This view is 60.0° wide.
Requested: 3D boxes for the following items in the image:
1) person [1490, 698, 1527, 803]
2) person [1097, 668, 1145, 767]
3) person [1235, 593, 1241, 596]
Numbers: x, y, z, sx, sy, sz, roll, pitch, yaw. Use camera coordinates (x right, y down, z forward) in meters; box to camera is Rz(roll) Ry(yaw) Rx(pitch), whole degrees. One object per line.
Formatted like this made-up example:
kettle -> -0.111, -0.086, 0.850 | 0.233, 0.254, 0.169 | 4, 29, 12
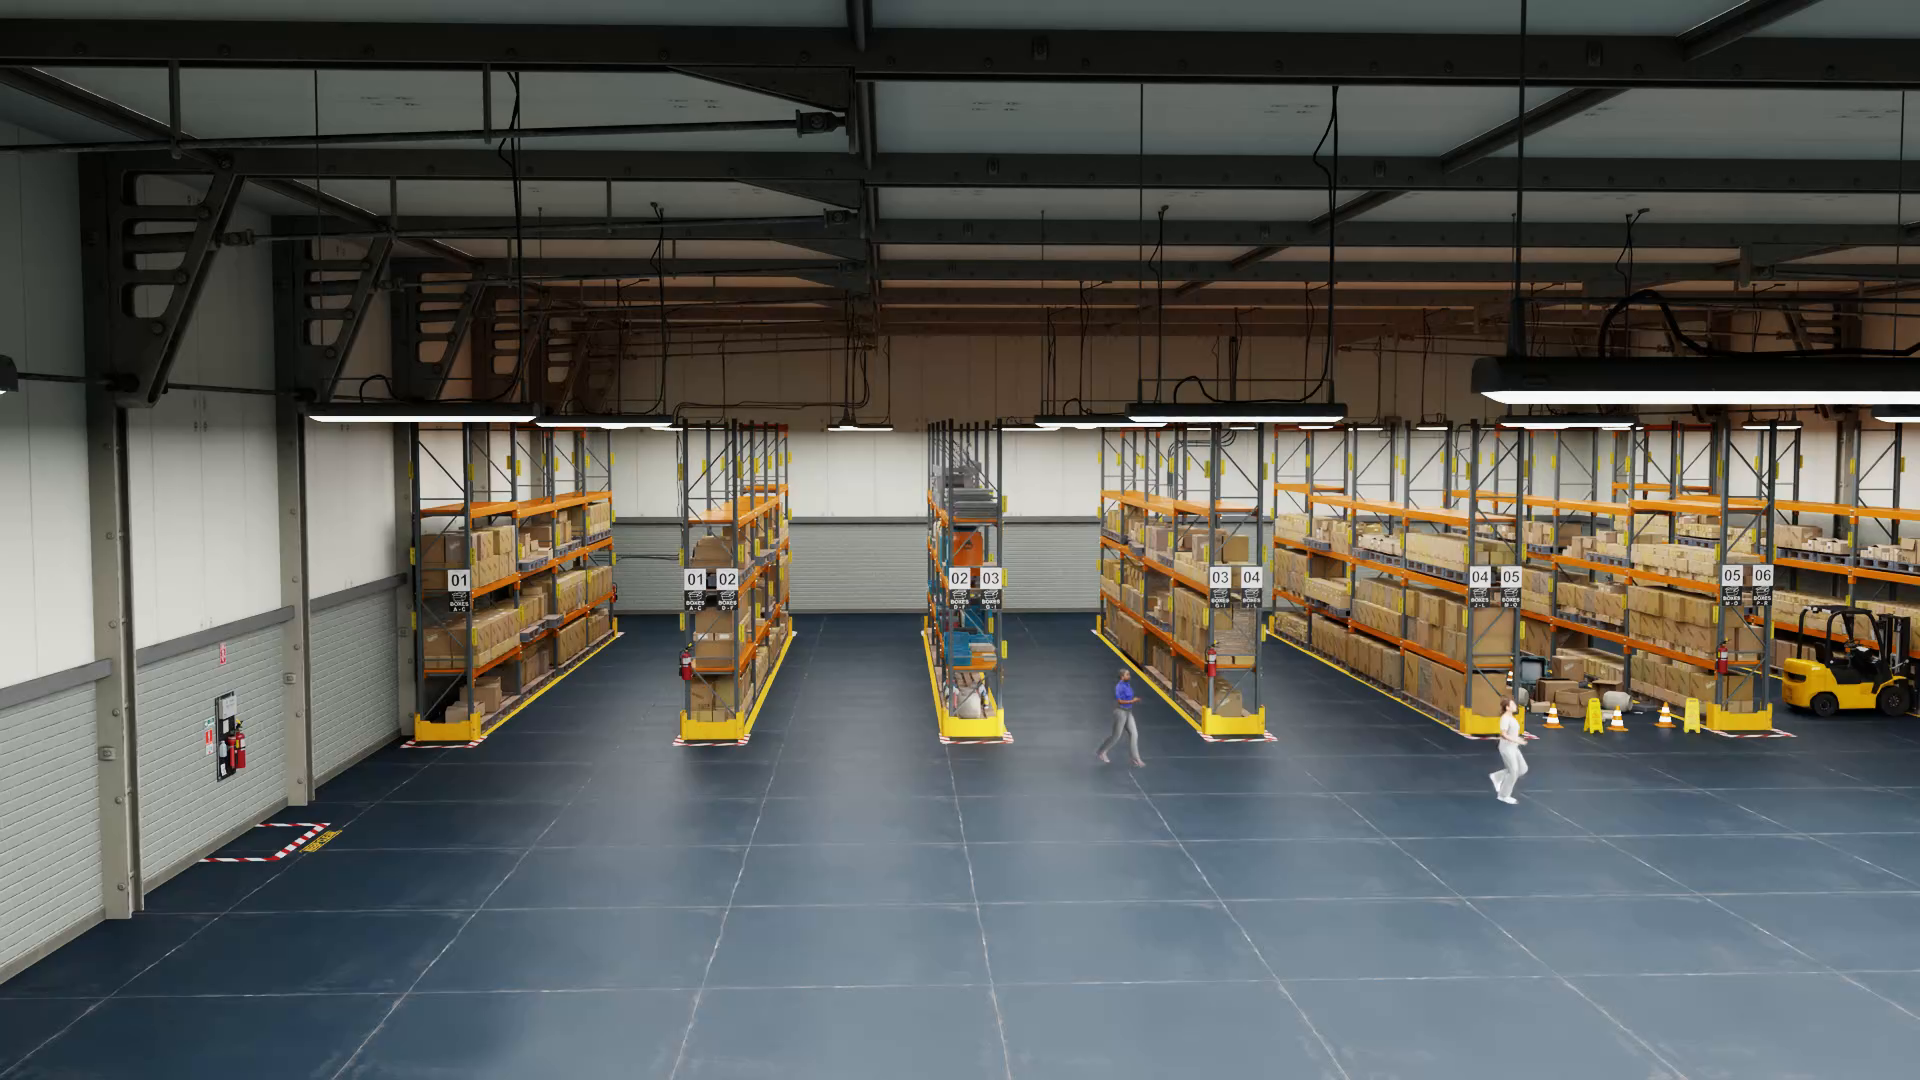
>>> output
person -> 8.524, 3.255, 25.820 | 0.578, 1.636, 0.601 | 2, 4, 31
person -> 2.778, 3.042, 28.655 | 0.871, 1.685, 0.595 | 2, 4, 30
person -> 8.162, 1.761, 48.339 | 0.855, 1.807, 0.766 | -3, 5, -36
